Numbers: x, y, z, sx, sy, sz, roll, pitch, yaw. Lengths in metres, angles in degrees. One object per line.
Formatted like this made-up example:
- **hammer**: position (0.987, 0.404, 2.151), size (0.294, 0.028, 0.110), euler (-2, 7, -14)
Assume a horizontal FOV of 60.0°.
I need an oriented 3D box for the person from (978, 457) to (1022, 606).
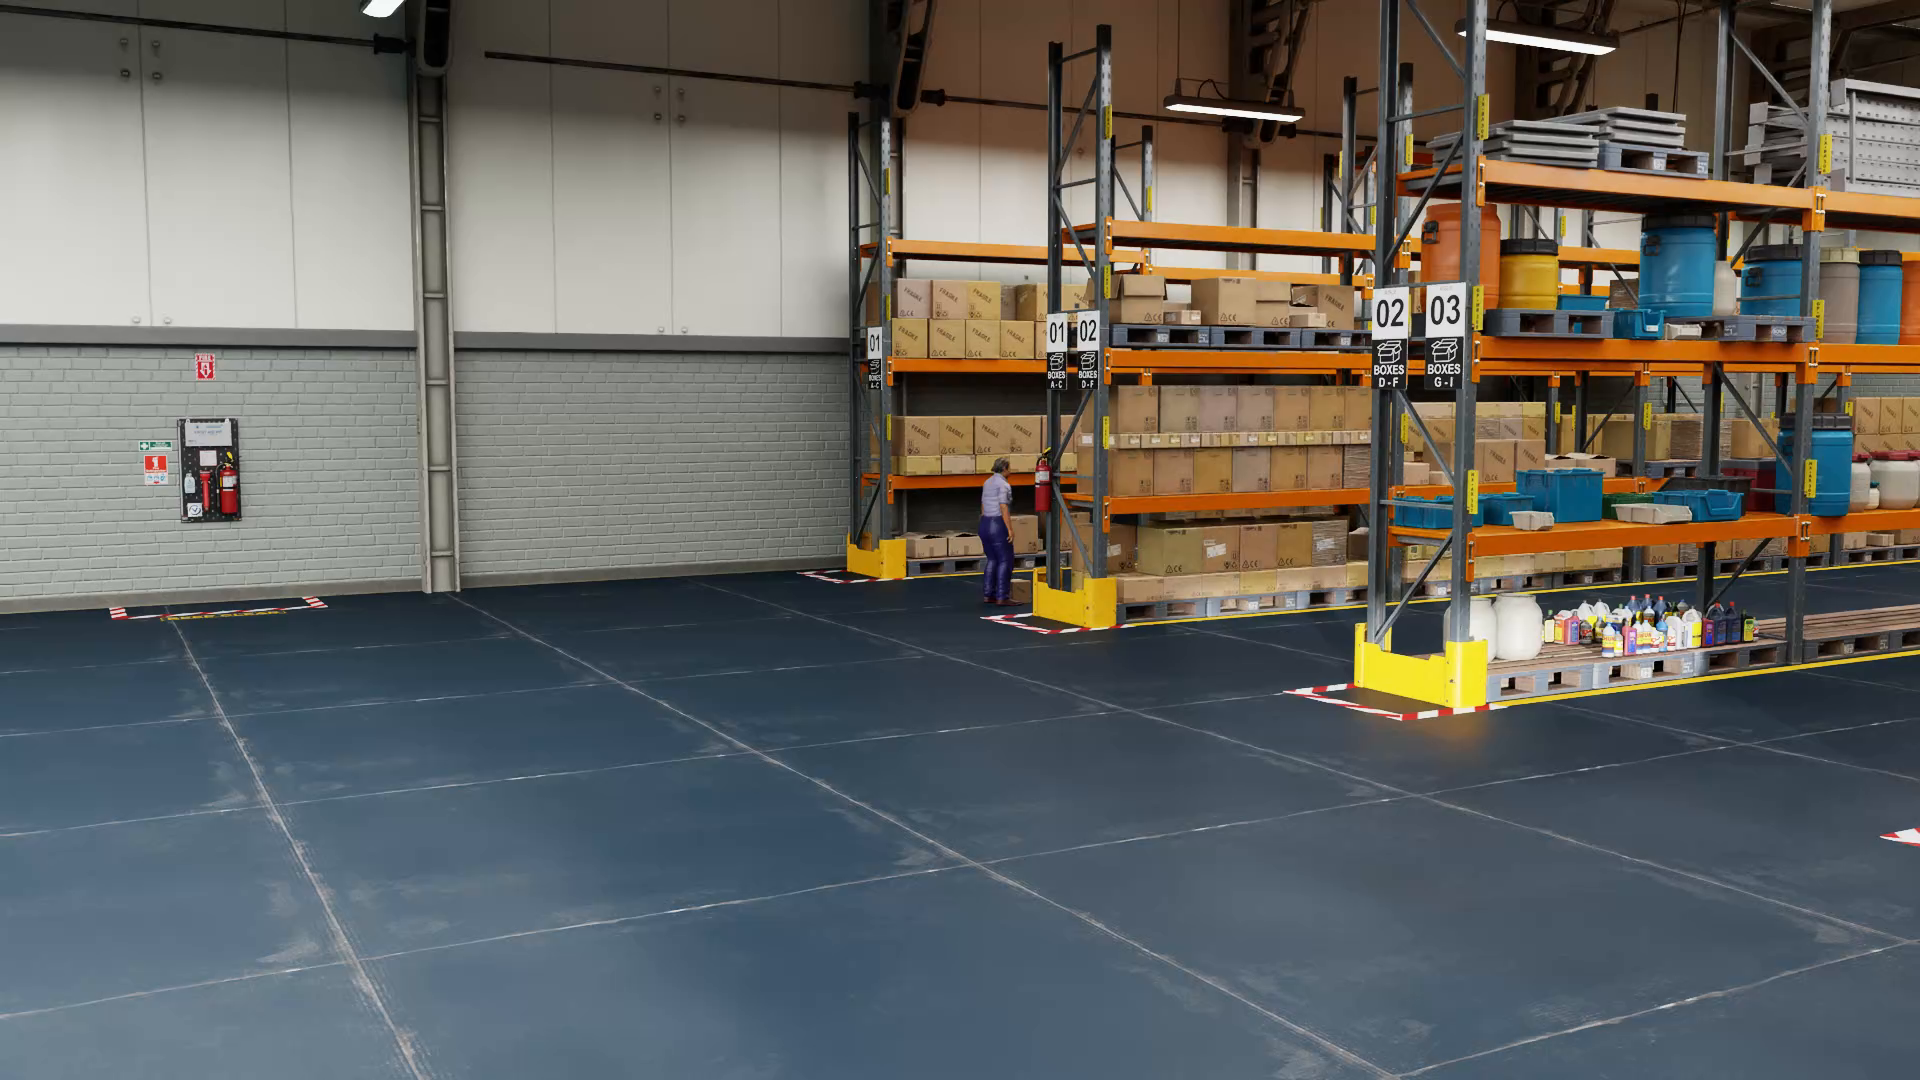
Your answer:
- **person**: position (0.427, -0.102, 18.685), size (0.368, 1.652, 0.541), euler (-3, 6, -29)
